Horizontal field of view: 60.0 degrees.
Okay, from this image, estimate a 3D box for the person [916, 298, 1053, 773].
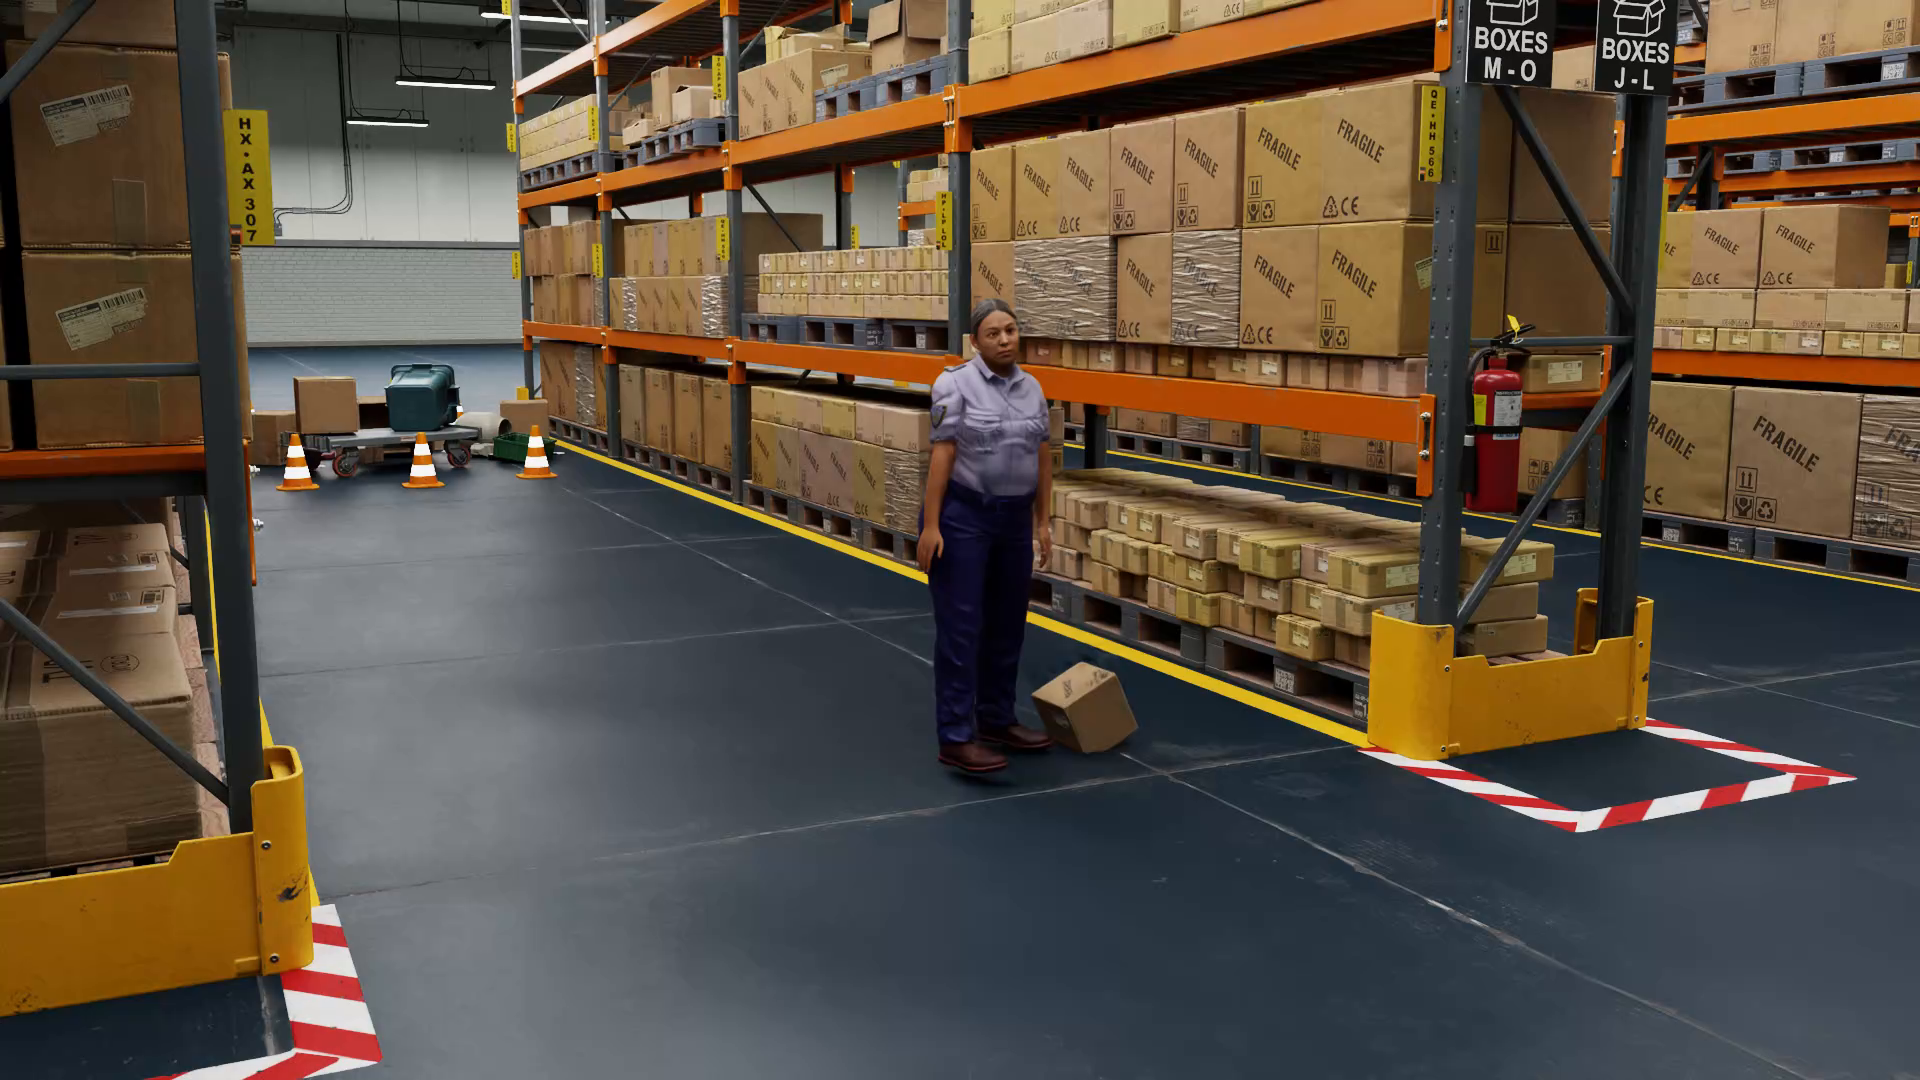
[{"bbox_3d":[0.115,-0.022,5.883,0.588,1.652,0.501,-6,11,-35],"label":"person"}]
